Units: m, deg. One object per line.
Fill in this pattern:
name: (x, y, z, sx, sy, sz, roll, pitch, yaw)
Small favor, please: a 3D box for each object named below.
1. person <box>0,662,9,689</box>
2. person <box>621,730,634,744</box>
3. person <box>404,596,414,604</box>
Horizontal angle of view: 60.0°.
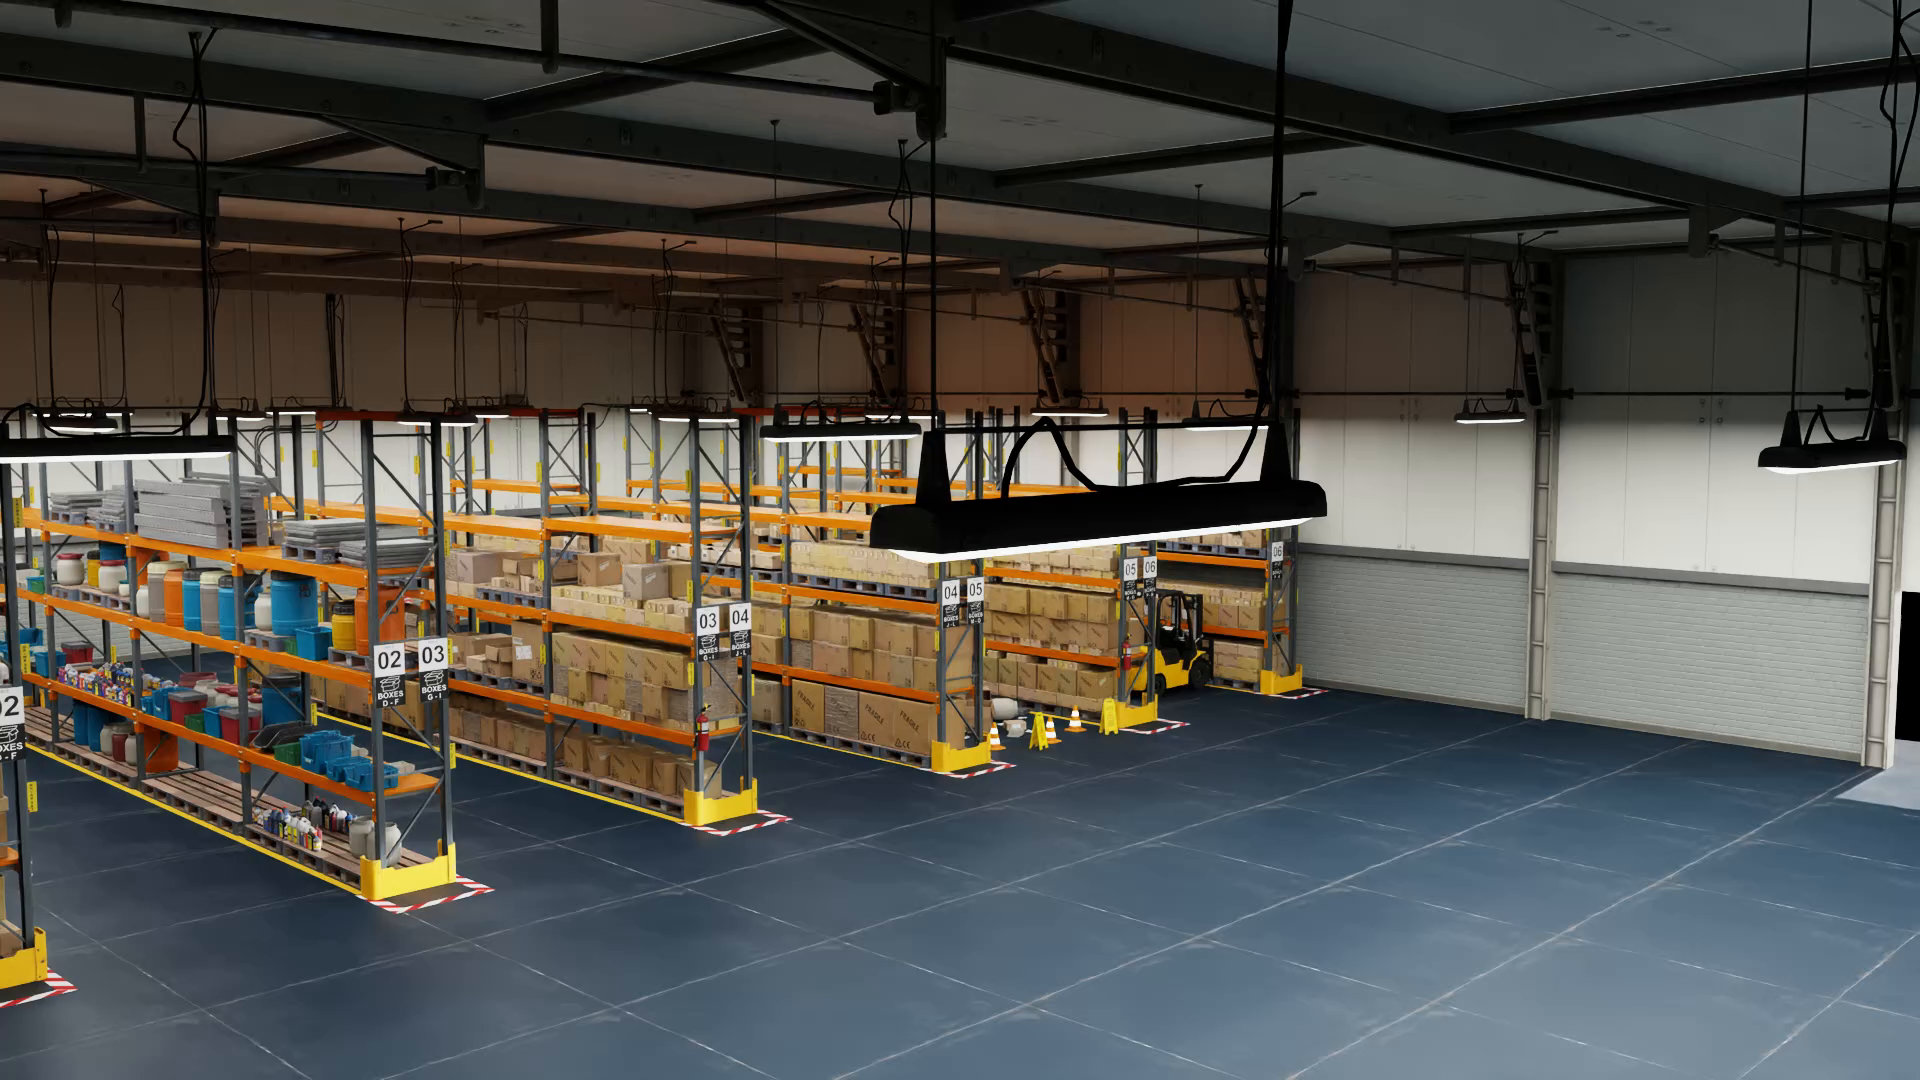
person: (-17.333, 2.807, 29.793, 0.525, 1.760, 0.614, 4, 6, 35)
person: (-5.897, 2.886, 29.725, 0.549, 1.659, 0.583, 4, 7, 39)
person: (-14.285, 1.648, 42.716, 0.558, 1.784, 0.586, 1, 5, 9)
